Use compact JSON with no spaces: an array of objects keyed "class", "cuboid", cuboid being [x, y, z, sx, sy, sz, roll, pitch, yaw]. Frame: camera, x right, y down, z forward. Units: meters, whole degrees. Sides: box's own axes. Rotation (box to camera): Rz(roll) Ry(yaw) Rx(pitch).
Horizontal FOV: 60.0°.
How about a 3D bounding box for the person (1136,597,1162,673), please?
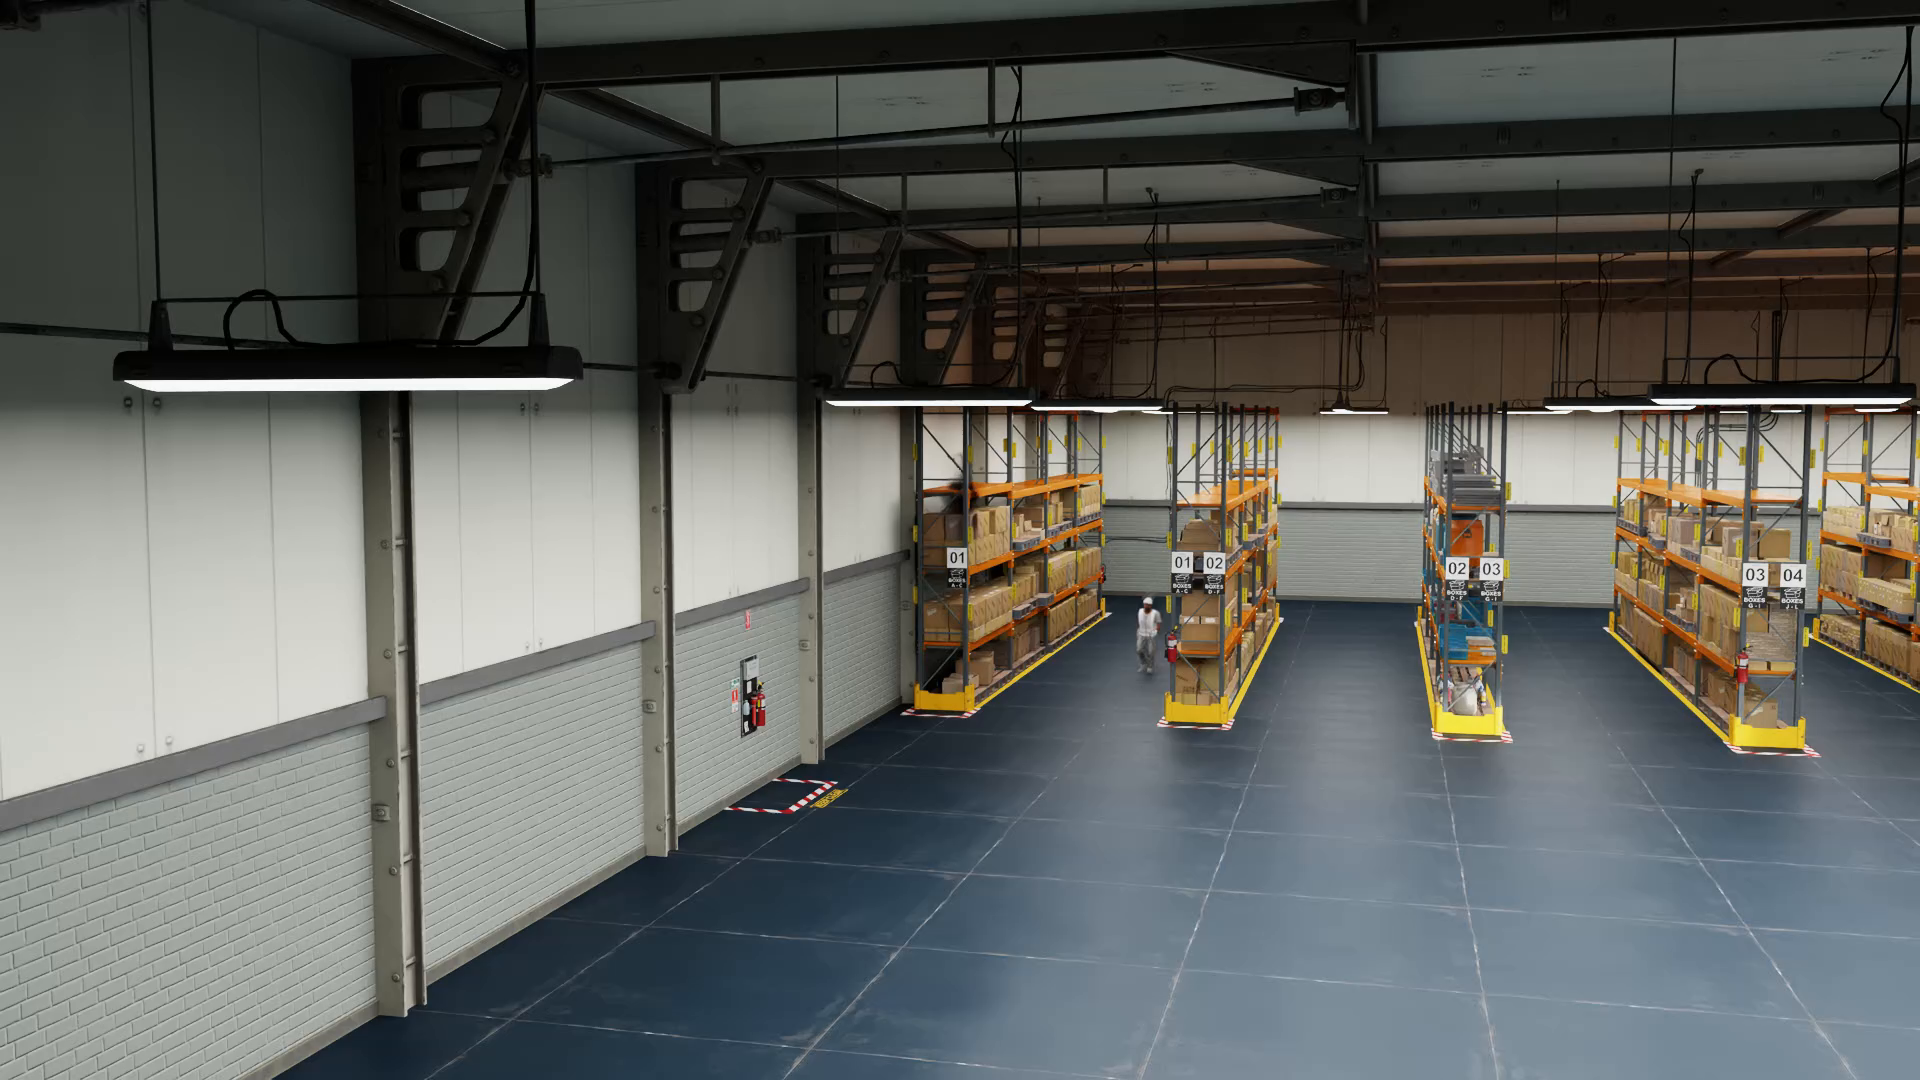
[{"class":"person","cuboid":[4.153,2.122,36.820,0.666,1.725,0.819,2,5,21]}]
